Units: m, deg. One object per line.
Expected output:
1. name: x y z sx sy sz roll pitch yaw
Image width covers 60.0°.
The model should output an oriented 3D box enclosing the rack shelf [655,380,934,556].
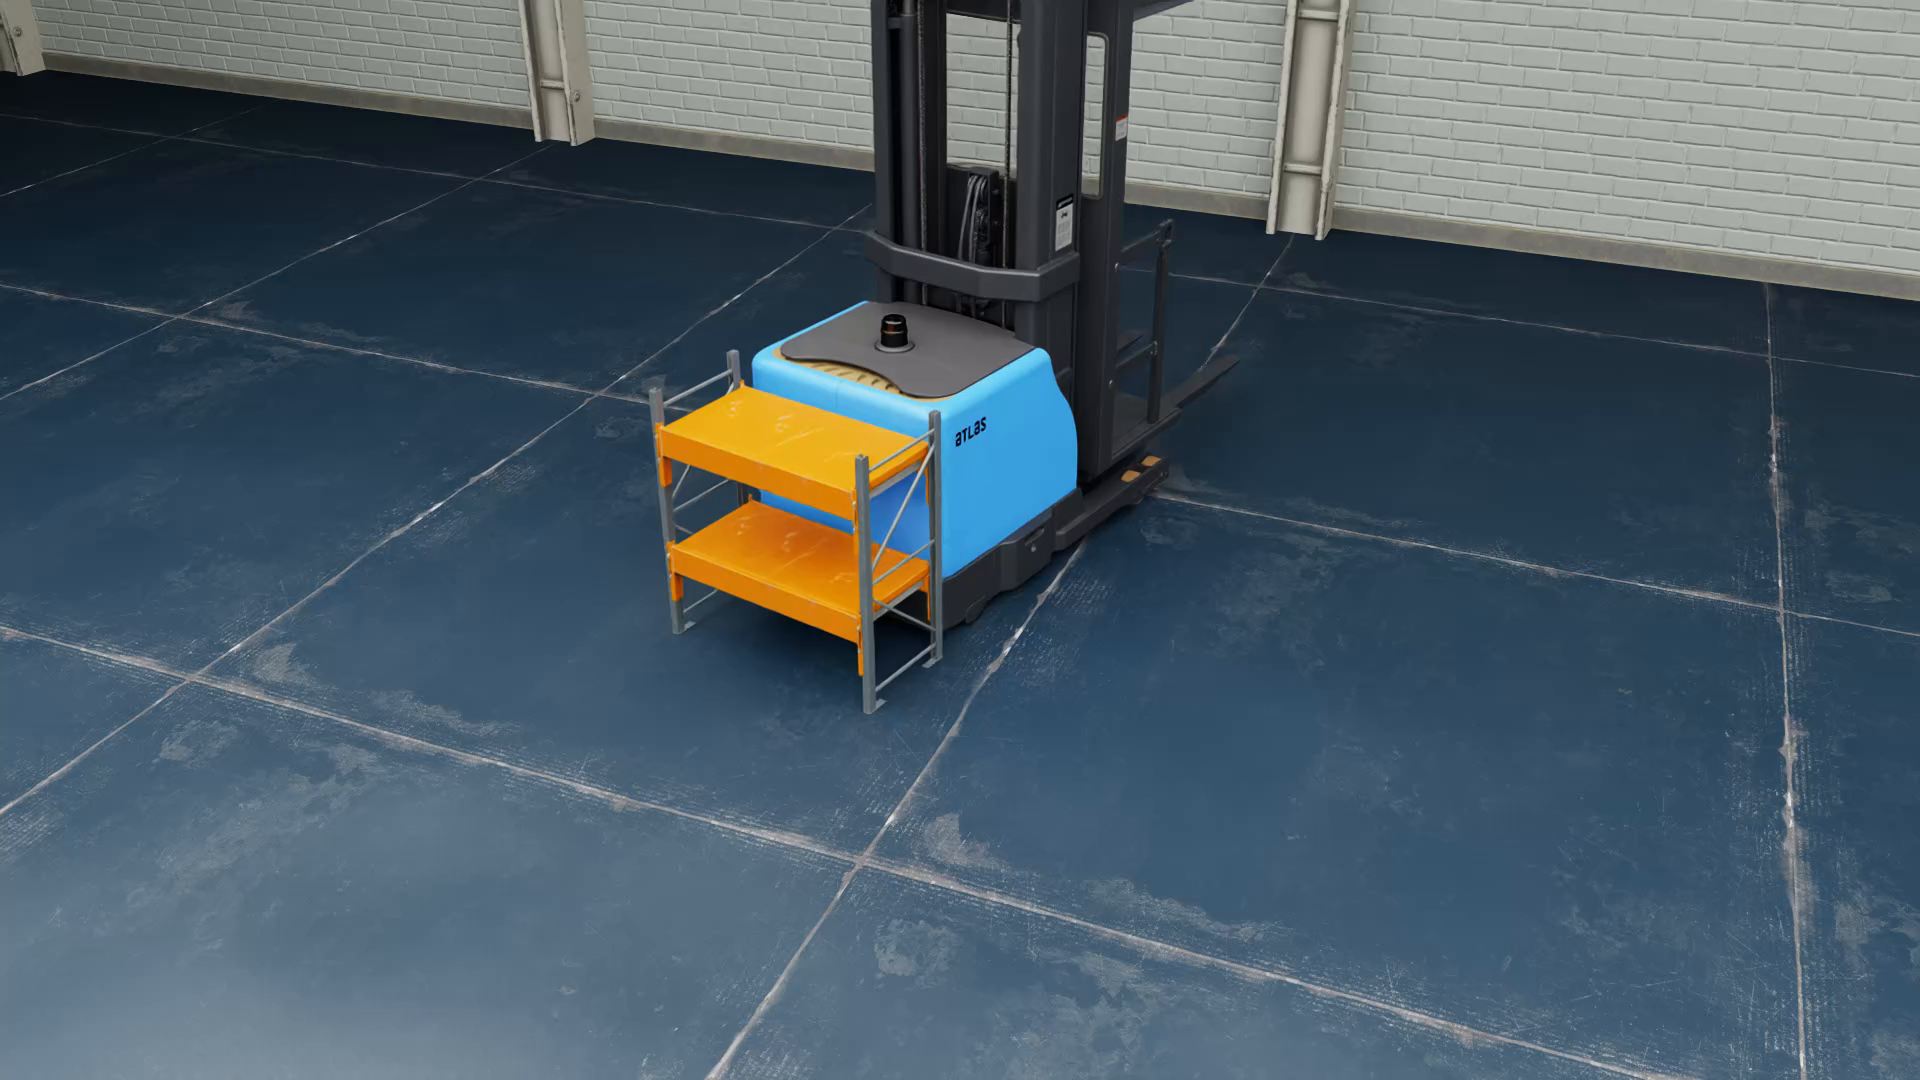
1. rack shelf: -0.644 -0.303 6.547 1.000 0.278 0.538 19 34 30

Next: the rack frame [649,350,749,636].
1. rack frame: -1.063 -0.190 6.943 0.032 1.125 0.500 19 34 30

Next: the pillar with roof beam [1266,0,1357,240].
1. pillar with roof beam: 0.737 -4.111 5.878 0.400 9.000 9.100 11 31 19

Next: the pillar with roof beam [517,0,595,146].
1. pillar with roof beam: -4.822 -5.221 7.842 0.400 9.000 9.100 11 31 19

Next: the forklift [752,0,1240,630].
1. forklift: 0.376 -1.570 7.549 1.130 2.935 3.031 19 35 30

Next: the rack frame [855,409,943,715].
1. rack frame: -0.226 0.094 6.440 0.032 1.125 0.500 19 34 30

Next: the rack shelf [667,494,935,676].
1. rack shelf: -0.644 0.165 6.812 1.000 0.278 0.538 19 34 30

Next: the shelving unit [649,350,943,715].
1. shelving unit: -0.644 -0.048 6.691 1.048 1.125 0.538 19 34 30

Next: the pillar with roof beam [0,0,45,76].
1. pillar with roof beam: -10.382 -6.331 9.806 0.400 9.000 9.100 11 31 19
